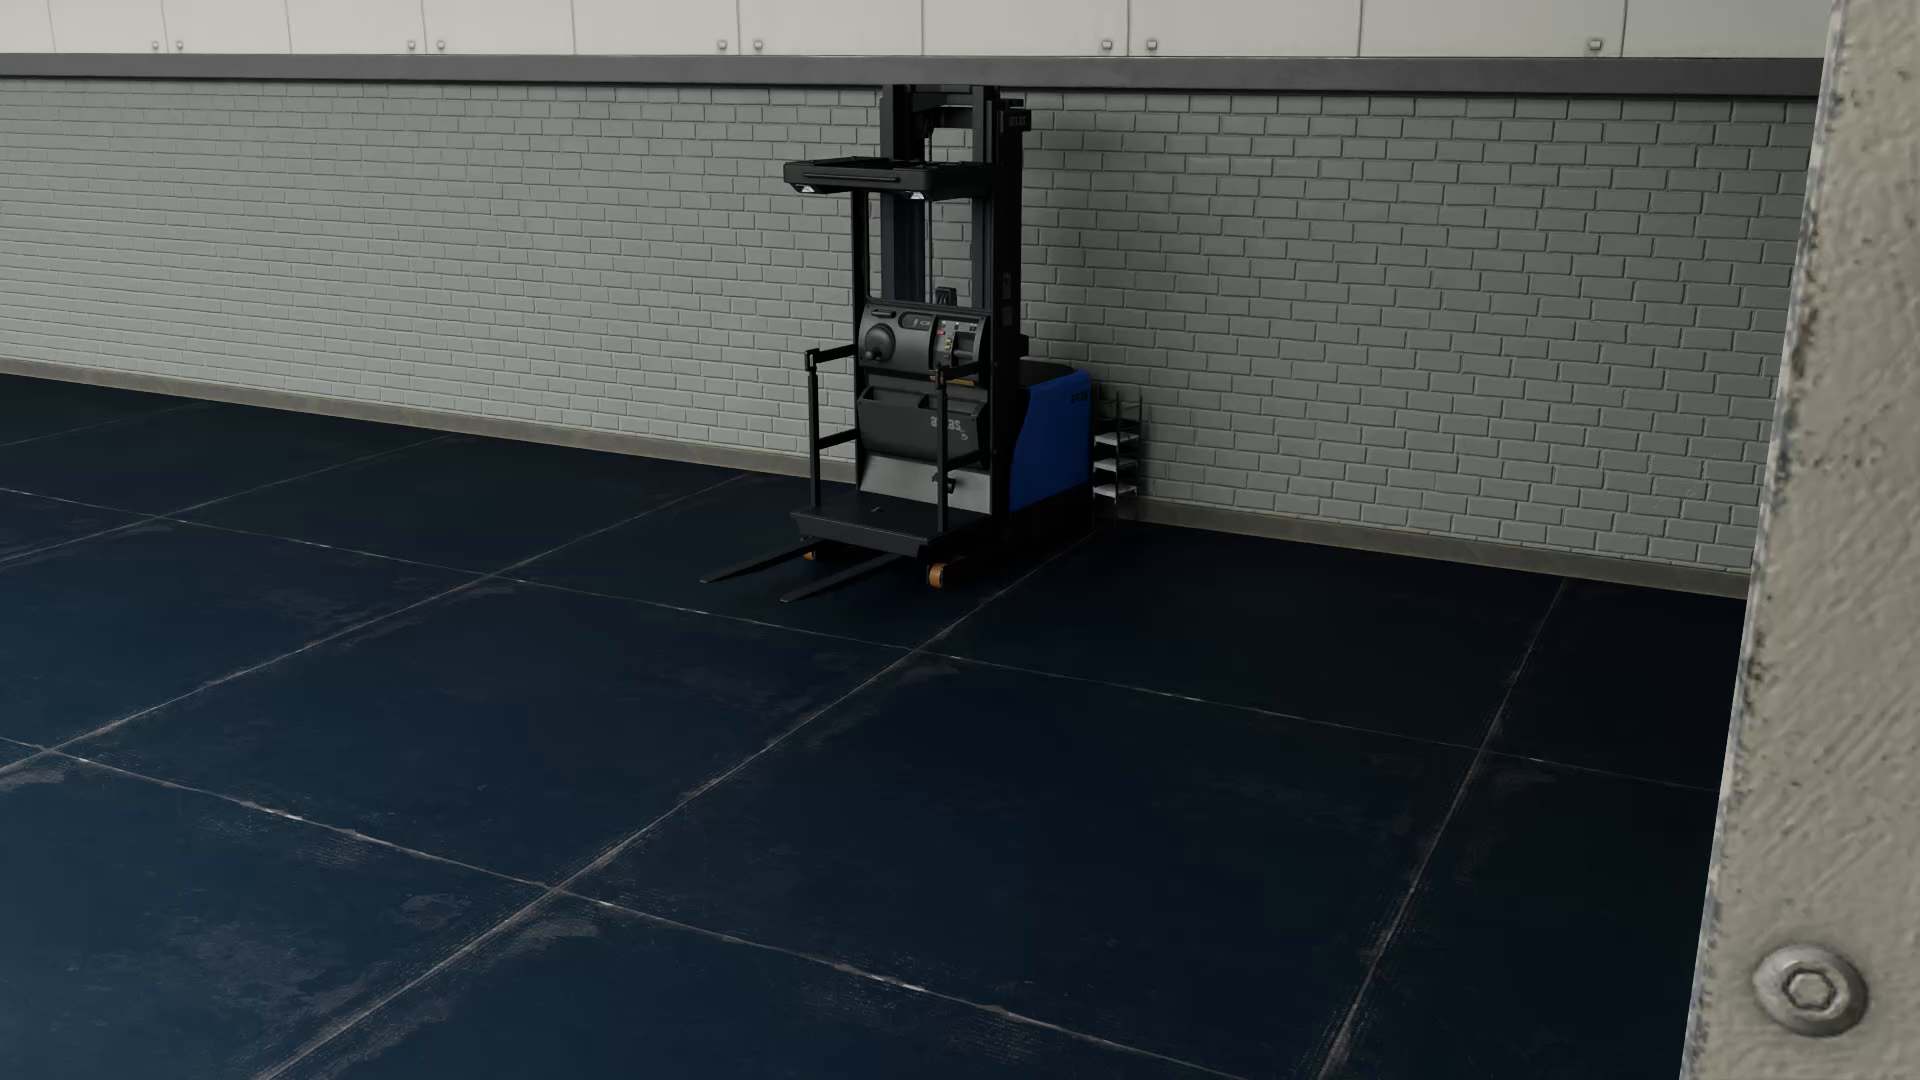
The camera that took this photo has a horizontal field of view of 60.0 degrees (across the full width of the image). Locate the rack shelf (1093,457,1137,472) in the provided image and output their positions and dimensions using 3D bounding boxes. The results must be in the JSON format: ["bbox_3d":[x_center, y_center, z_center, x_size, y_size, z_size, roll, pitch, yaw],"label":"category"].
[{"bbox_3d":[1.066,-0.501,11.318,0.258,0.077,0.200,-16,23,-42],"label":"rack shelf"}]

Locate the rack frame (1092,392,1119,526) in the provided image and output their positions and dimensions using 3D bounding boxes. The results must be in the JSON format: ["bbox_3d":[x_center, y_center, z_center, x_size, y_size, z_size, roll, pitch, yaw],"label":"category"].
[{"bbox_3d":[0.995,-0.554,11.377,0.240,0.900,0.006,-16,23,-42],"label":"rack frame"}]

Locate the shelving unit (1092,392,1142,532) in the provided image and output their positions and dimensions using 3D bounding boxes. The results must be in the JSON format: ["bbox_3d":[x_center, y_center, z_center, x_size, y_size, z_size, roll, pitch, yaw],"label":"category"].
[{"bbox_3d":[1.067,-0.533,11.308,0.258,0.900,0.210,-16,23,-42],"label":"shelving unit"}]

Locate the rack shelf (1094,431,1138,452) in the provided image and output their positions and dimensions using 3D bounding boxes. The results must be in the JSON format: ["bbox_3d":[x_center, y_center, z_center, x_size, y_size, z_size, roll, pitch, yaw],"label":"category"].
[{"bbox_3d":[1.067,-0.673,11.266,0.258,0.077,0.200,-16,23,-42],"label":"rack shelf"}]

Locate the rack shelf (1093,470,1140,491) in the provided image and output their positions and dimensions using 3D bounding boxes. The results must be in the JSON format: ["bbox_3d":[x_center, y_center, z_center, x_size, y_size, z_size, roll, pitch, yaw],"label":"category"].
[{"bbox_3d":[1.066,-0.415,11.344,0.258,0.077,0.200,-16,23,-42],"label":"rack shelf"}]

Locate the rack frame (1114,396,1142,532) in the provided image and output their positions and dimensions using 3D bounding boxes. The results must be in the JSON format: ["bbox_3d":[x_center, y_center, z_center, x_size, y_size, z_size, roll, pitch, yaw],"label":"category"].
[{"bbox_3d":[1.138,-0.512,11.239,0.240,0.900,0.006,-16,23,-42],"label":"rack frame"}]

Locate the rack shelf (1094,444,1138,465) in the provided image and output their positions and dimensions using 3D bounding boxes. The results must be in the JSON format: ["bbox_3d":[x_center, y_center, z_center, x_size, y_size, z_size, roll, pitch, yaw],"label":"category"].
[{"bbox_3d":[1.067,-0.587,11.292,0.258,0.077,0.200,-16,23,-42],"label":"rack shelf"}]

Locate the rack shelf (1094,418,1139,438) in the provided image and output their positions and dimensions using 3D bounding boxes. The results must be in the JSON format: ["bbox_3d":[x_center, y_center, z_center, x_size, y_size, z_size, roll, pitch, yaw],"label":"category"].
[{"bbox_3d":[1.068,-0.760,11.240,0.258,0.077,0.200,-16,23,-42],"label":"rack shelf"}]

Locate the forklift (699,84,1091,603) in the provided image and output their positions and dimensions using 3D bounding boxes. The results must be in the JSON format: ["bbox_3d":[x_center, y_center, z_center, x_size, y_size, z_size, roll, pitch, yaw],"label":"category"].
[{"bbox_3d":[-0.358,-1.259,10.187,1.130,2.935,3.031,11,20,33],"label":"forklift"}]

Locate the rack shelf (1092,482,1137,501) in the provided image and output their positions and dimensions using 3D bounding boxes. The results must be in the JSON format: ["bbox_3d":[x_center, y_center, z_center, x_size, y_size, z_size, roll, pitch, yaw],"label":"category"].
[{"bbox_3d":[1.066,-0.329,11.370,0.258,0.077,0.200,-16,23,-42],"label":"rack shelf"}]
